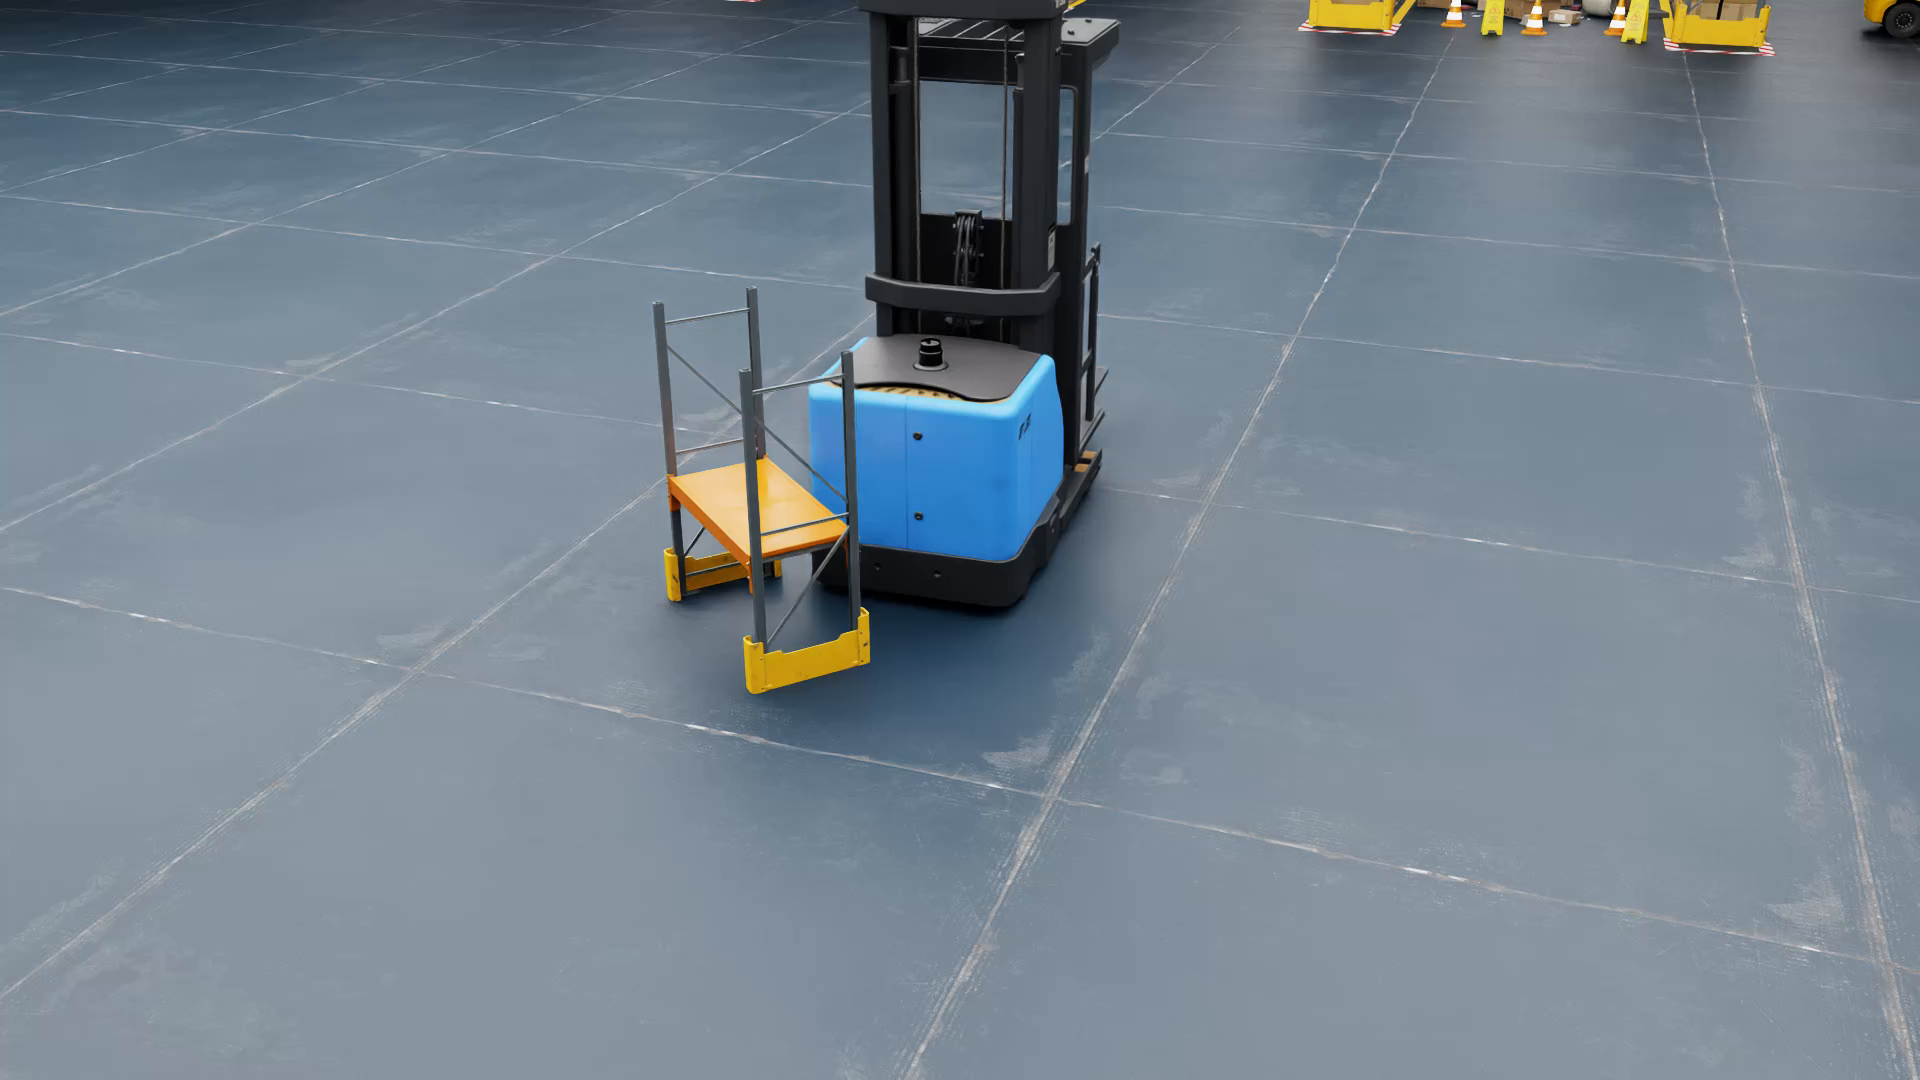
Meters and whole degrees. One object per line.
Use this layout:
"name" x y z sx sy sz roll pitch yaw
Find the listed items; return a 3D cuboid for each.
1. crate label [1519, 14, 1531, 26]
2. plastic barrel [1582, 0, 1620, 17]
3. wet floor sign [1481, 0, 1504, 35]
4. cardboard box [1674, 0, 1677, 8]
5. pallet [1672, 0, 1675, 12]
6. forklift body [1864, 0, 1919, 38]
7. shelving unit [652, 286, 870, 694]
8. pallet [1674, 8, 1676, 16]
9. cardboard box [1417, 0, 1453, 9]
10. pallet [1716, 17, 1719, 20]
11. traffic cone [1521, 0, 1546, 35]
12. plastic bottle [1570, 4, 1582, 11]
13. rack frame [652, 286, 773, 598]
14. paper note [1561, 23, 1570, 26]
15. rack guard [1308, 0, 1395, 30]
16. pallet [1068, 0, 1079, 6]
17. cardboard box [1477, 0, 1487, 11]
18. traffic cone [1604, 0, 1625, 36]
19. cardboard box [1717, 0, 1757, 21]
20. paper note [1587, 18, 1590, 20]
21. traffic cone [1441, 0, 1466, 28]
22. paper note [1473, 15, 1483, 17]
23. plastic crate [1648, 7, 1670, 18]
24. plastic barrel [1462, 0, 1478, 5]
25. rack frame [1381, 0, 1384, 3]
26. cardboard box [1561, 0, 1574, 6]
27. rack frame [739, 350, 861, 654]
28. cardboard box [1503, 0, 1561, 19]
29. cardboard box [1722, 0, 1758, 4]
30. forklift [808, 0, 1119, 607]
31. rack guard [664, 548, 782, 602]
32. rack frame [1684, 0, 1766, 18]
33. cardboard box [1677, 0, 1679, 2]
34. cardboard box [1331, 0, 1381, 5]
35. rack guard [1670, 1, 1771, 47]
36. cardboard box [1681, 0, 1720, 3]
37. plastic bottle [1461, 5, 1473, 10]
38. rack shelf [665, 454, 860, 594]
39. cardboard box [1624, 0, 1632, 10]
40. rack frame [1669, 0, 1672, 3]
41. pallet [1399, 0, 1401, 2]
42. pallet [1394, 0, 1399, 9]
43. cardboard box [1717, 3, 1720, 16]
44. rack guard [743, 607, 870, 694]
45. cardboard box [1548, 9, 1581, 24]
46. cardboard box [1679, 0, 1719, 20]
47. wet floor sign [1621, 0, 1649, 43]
"crate label" 8.353 -7.593 24.275 0.250 0.136 0.298 -5 26 -9
"plastic barrel" 9.643 -8.073 24.938 0.421 0.421 0.512 -14 29 -27
"wet floor sign" 7.539 -7.482 23.462 0.267 0.644 0.232 4 26 8
"cardboard box" 10.747 -7.914 24.327 0.500 0.250 0.500 8 27 16
"pallet" 11.524 -8.272 25.592 1.003 0.211 1.213 9 27 17
"forklift body" 13.976 -8.108 23.027 2.313 2.155 1.214 9 27 17
"shelving unit" -0.924 -0.259 7.563 0.587 1.500 1.083 -14 29 -26
"pallet" 11.120 -7.769 24.553 1.003 0.211 1.213 9 27 17
"cardboard box" 7.464 -8.574 25.881 0.500 0.500 0.500 14 29 26
"pallet" 10.712 -7.269 23.521 1.003 0.211 1.213 9 27 17
"traffic cone" 8.150 -7.407 23.518 0.336 0.463 0.334 9 27 17
"plastic bottle" 9.516 -8.227 25.672 0.133 0.061 0.283 14 29 26
"rack frame" -1.168 -0.449 7.955 0.500 1.500 0.032 -14 29 -26
"paper note" 8.820 -7.505 24.216 0.148 0.019 0.142 0 26 -1
"rack guard" 5.673 -7.706 24.091 1.175 0.500 0.348 9 27 17
"pallet" 1.367 -8.706 26.489 1.003 0.211 1.213 9 27 17
"cardboard box" 8.177 -8.280 25.547 0.396 0.266 0.258 14 29 26
"traffic cone" 9.310 -7.386 23.474 0.336 0.463 0.334 9 27 17
"cardboard box" 10.912 -7.407 23.280 0.500 0.250 0.500 9 27 17
"paper note" 9.364 -7.761 24.768 0.032 0.001 0.123 9 27 17
"traffic cone" 7.197 -7.711 24.145 0.336 0.463 0.334 9 27 17
"paper note" 7.790 -7.884 25.001 0.144 0.017 0.142 20 32 35
"plastic crate" 10.418 -7.968 25.114 0.402 0.080 0.583 0 26 -1
"plastic barrel" 8.082 -8.636 26.101 0.421 0.421 0.512 -14 29 -27
"rack frame" 5.681 -8.841 23.567 1.000 3.000 0.127 9 27 17
"cardboard box" 9.419 -8.554 26.112 0.258 0.266 0.396 -9 27 -18
"rack frame" -0.670 -0.062 7.157 0.500 1.500 0.032 -14 29 -26
"cardboard box" 8.580 -8.130 24.963 0.797 0.503 0.637 -9 27 -18
"cardboard box" 10.920 -7.754 23.136 0.500 0.500 0.500 8 27 16
"forklift" 0.176 -1.621 8.734 1.130 2.935 3.031 7 27 15
"rack guard" -1.168 0.114 8.227 0.587 0.250 0.087 -14 29 -26
"rack frame" 10.383 -8.164 22.170 1.000 3.000 0.127 9 27 17
"cardboard box" 10.578 -7.699 23.882 0.500 0.250 0.500 9 27 18
"cardboard box" 5.845 -8.361 24.534 0.875 0.875 0.875 9 27 18
"rack guard" 10.408 -7.070 22.779 1.175 0.500 0.348 9 27 17
"cardboard box" 10.404 -7.820 23.272 0.500 0.500 0.500 9 27 18
"plastic bottle" 7.755 -8.215 25.648 0.283 0.061 0.133 0 26 -1
"rack shelf" -0.919 -0.093 7.635 0.538 0.185 1.000 -14 29 -26
"cardboard box" 10.074 -8.441 25.607 0.500 0.500 0.500 -14 29 -27
"rack frame" 11.714 -9.808 25.565 1.000 3.000 0.127 9 27 17
"pallet" 6.686 -8.928 26.948 1.003 0.211 1.213 9 27 17
"pallet" 6.281 -8.425 25.909 1.003 0.211 1.213 9 27 17
"cardboard box" 11.089 -7.616 23.711 0.500 0.250 0.500 10 27 19
"rack guard" -0.680 0.493 7.445 0.587 0.250 0.087 -14 29 -26
"cardboard box" 8.914 -7.712 24.508 0.250 0.149 0.380 -20 33 -36
"cardboard box" 10.406 -7.497 23.465 0.500 0.250 0.500 9 27 17
"wet floor sign" 9.311 -7.182 22.842 0.267 0.644 0.232 20 32 35
